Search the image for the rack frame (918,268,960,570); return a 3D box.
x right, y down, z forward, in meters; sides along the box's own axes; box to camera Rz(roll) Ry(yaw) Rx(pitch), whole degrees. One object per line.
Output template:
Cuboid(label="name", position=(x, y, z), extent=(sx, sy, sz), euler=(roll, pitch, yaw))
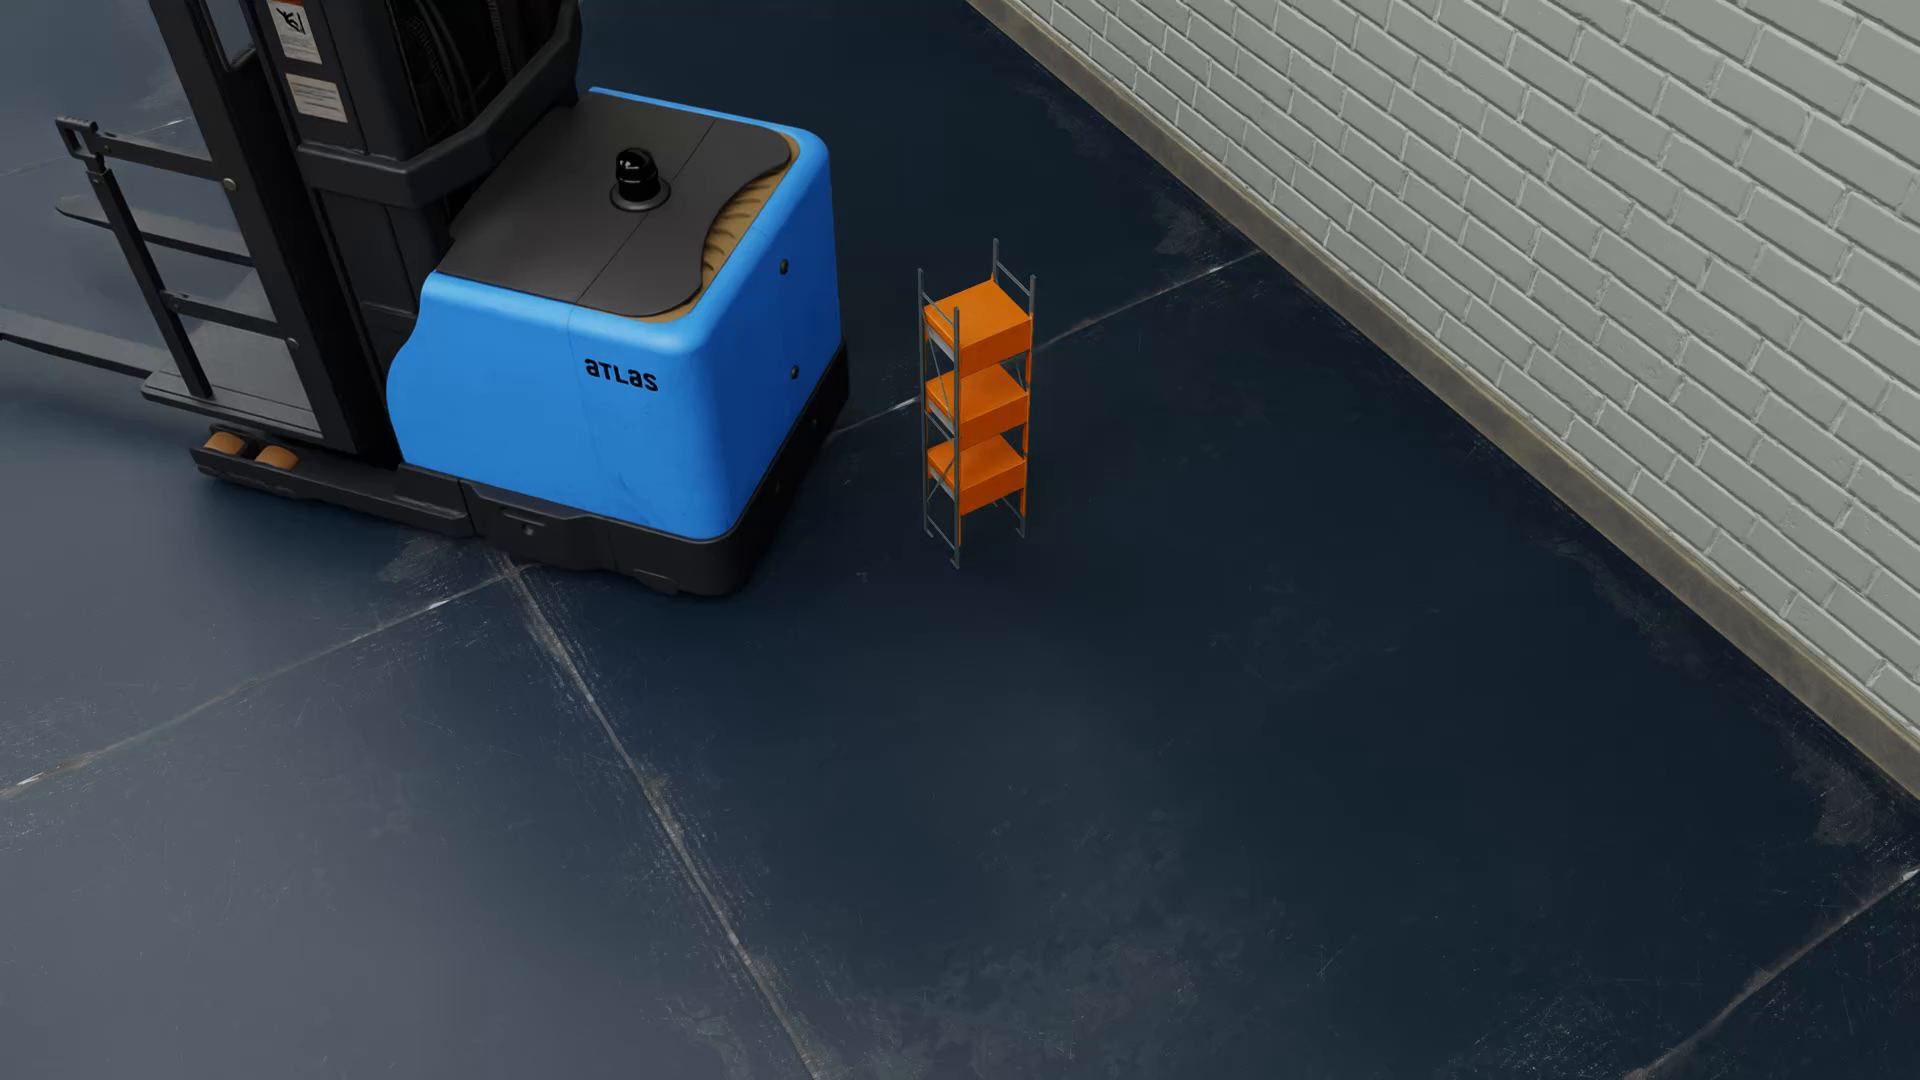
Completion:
Cuboid(label="rack frame", position=(-0.058, -0.322, 4.834), extent=(0.008, 1.050, 0.200), euler=(-25, 53, -21))

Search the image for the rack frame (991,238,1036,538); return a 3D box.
Cuboid(label="rack frame", position=(0.148, -0.419, 4.920), extent=(0.008, 1.050, 0.200), euler=(-25, 53, -21))

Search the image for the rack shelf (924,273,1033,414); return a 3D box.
Cuboid(label="rack shelf", position=(0.045, -0.552, 4.673), extent=(0.240, 0.259, 0.215), euler=(-25, 53, -21))

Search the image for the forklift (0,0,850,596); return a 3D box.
Cuboid(label="forklift", position=(-1.945, -1.474, 4.600), extent=(3.031, 2.935, 1.130), euler=(14, 50, 12))

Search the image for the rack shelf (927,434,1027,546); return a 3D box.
Cuboid(label="rack shelf", position=(0.045, -0.179, 5.092), extent=(0.240, 0.259, 0.215), euler=(-25, 53, -21))

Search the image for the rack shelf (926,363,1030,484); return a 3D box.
Cuboid(label="rack shelf", position=(0.045, -0.363, 4.885), extent=(0.240, 0.259, 0.215), euler=(-25, 53, -21))

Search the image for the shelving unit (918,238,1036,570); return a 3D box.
Cuboid(label="shelving unit", position=(0.045, -0.370, 4.877), extent=(0.252, 1.050, 0.215), euler=(-25, 53, -21))
